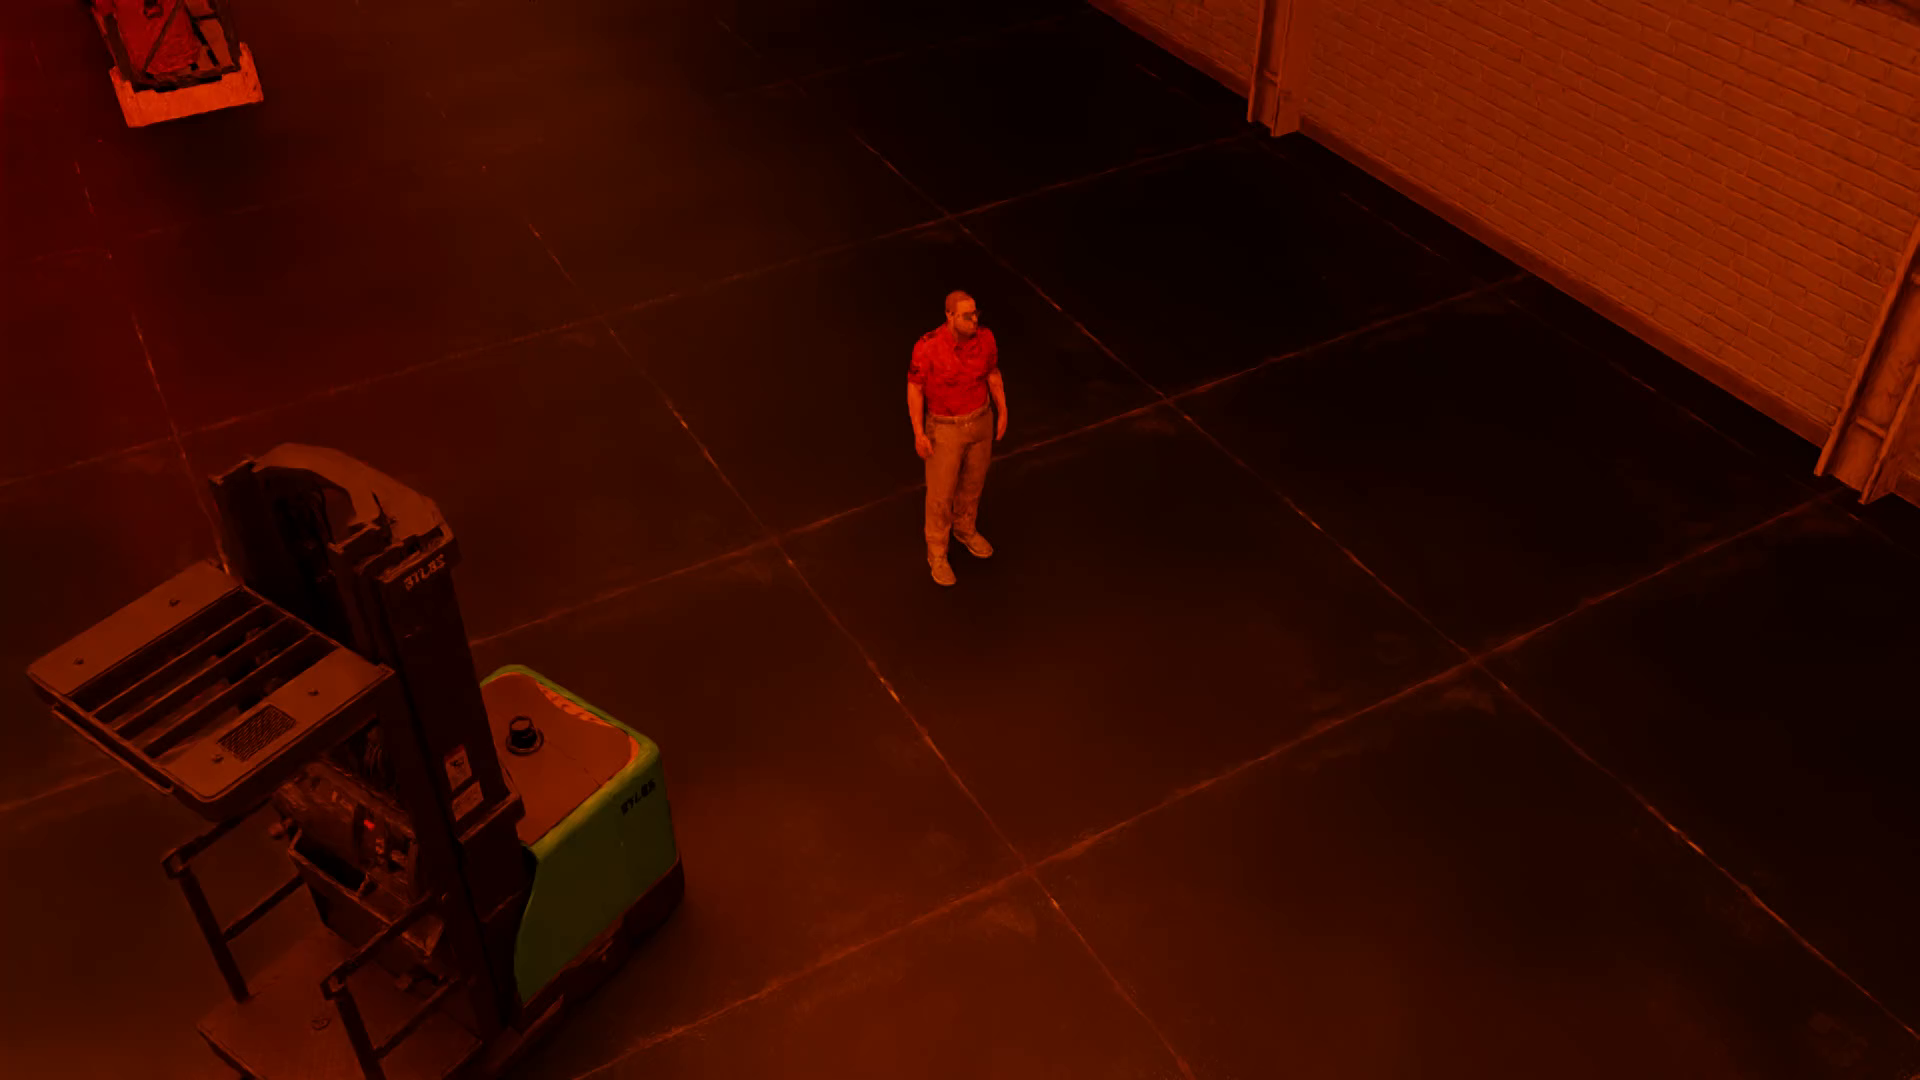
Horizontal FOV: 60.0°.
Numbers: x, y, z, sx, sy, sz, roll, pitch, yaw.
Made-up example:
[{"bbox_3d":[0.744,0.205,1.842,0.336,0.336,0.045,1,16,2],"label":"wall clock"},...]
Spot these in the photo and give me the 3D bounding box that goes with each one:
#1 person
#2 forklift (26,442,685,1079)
[{"bbox_3d":[0.035,-0.618,9.711,0.640,1.727,0.550,-20,44,-23],"label":"person"},{"bbox_3d":[-2.613,1.210,6.577,1.130,2.935,3.031,24,46,27],"label":"forklift"}]
